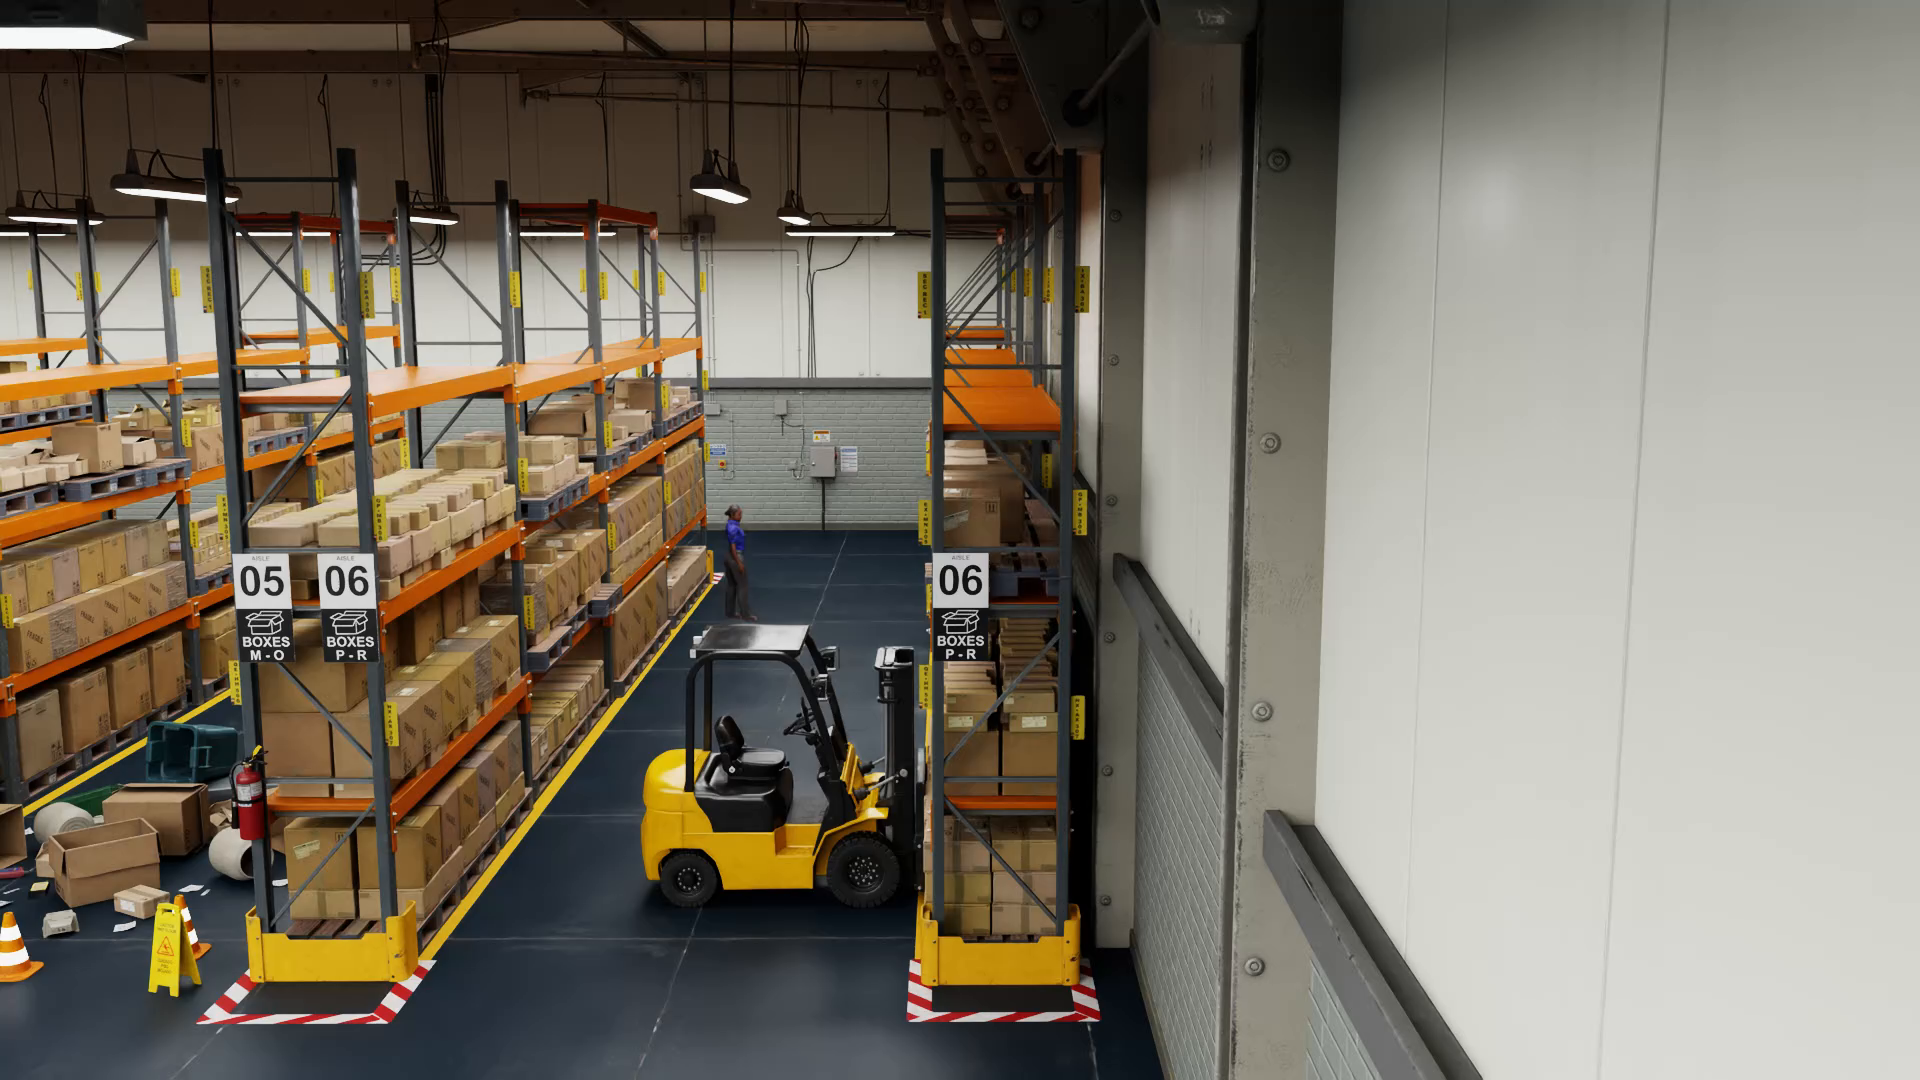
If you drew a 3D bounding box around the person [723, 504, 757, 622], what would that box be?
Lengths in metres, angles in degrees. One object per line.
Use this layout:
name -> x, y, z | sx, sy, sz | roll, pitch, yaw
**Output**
person -> -3.115, 0.318, 23.454 | 0.402, 1.660, 0.549 | -5, 10, -29
